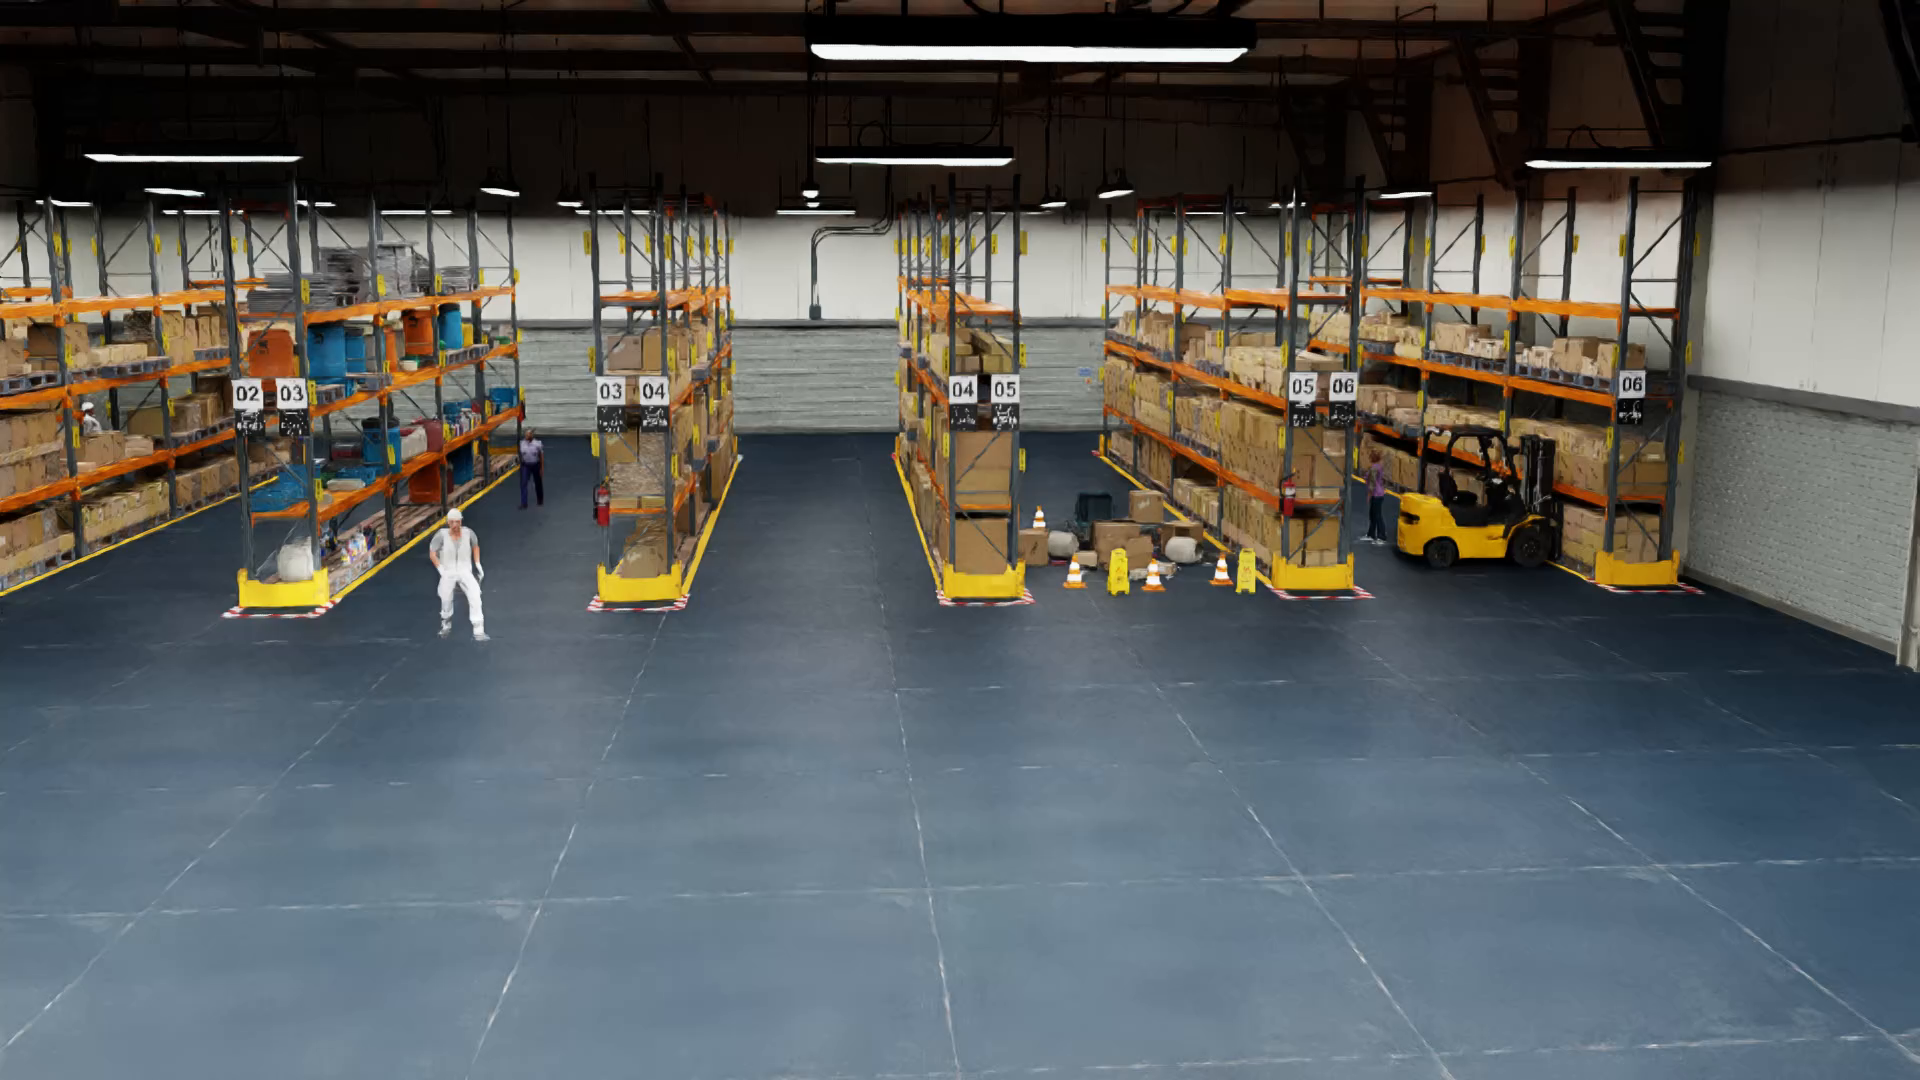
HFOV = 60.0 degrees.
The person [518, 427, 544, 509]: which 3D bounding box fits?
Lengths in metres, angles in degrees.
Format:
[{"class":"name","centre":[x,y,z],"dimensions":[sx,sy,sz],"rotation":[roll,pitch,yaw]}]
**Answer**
[{"class":"person","centre":[-8.256,-1.411,32.073],"dimensions":[0.479,1.563,1.072],"rotation":[-1,10,-6]}]

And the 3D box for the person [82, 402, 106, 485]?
[{"class":"person","centre":[-18.338,-2.039,35.147],"dimensions":[0.446,1.770,0.569],"rotation":[-6,12,-31]}]

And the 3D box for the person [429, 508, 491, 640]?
[{"class":"person","centre":[-6.439,0.422,21.310],"dimensions":[0.686,1.716,0.838],"rotation":[-4,11,-20]}]

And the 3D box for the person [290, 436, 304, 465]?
[{"class":"person","centre":[-13.909,-1.959,34.936],"dimensions":[0.373,1.659,0.588],"rotation":[-3,11,-18]}]

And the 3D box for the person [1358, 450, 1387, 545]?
[{"class":"person","centre":[7.026,-0.742,28.239],"dimensions":[0.527,1.592,0.523],"rotation":[5,11,26]}]
